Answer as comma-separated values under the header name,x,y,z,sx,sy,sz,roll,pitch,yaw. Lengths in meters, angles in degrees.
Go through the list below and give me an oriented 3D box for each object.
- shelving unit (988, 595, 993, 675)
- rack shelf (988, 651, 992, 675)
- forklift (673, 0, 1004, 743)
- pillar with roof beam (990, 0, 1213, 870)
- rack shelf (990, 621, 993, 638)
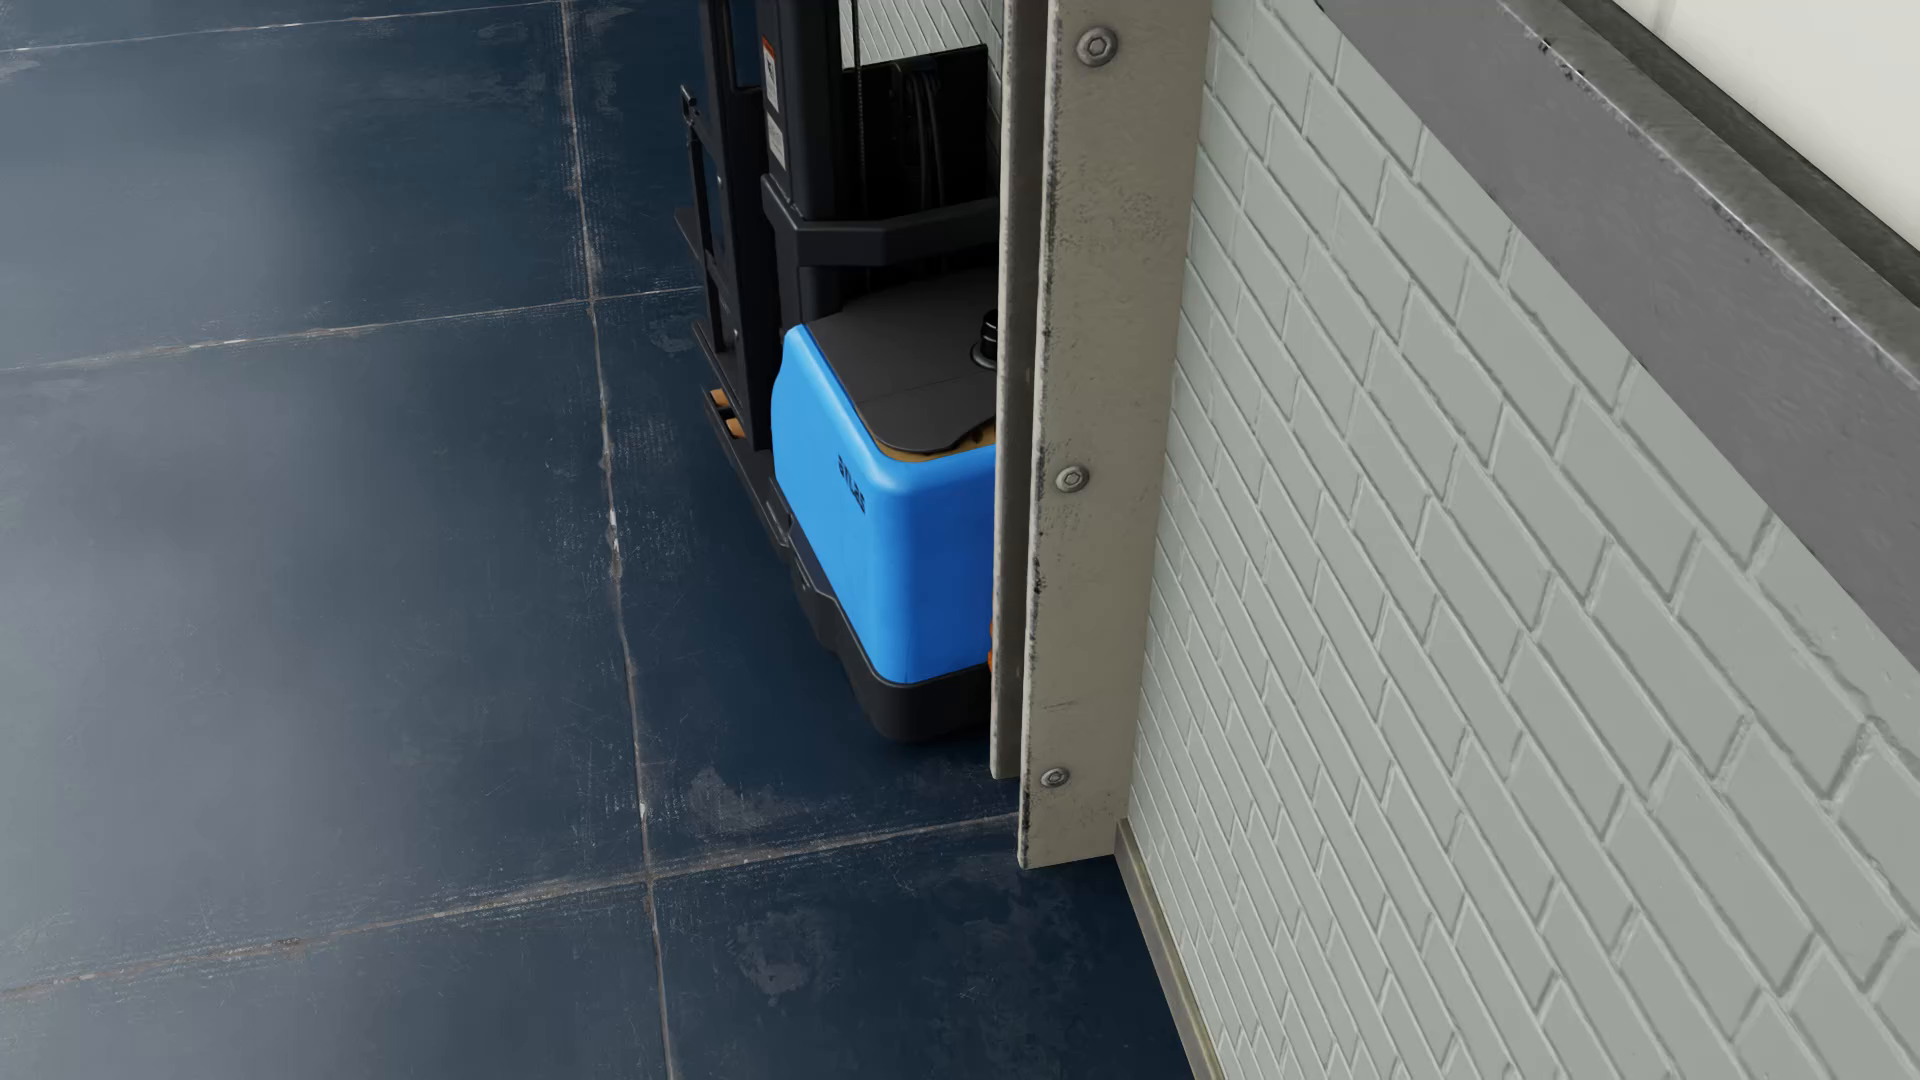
name,x,y,z,sx,sy,sz,roll,pitch,yaw
shelving unit,0.216,0.149,4.696,0.258,1.200,0.189,-6,42,-11
rack shelf,0.203,0.362,4.884,0.258,0.103,0.180,-6,42,-11
forklift,-0.311,-1.477,5.207,1.130,2.935,3.031,-15,44,-17
pillar with roof beam,-3.922,-1.967,1.187,9.100,9.000,0.400,-8,42,-9
rack shelf,0.209,0.272,4.804,0.258,0.103,0.180,-6,42,-11
